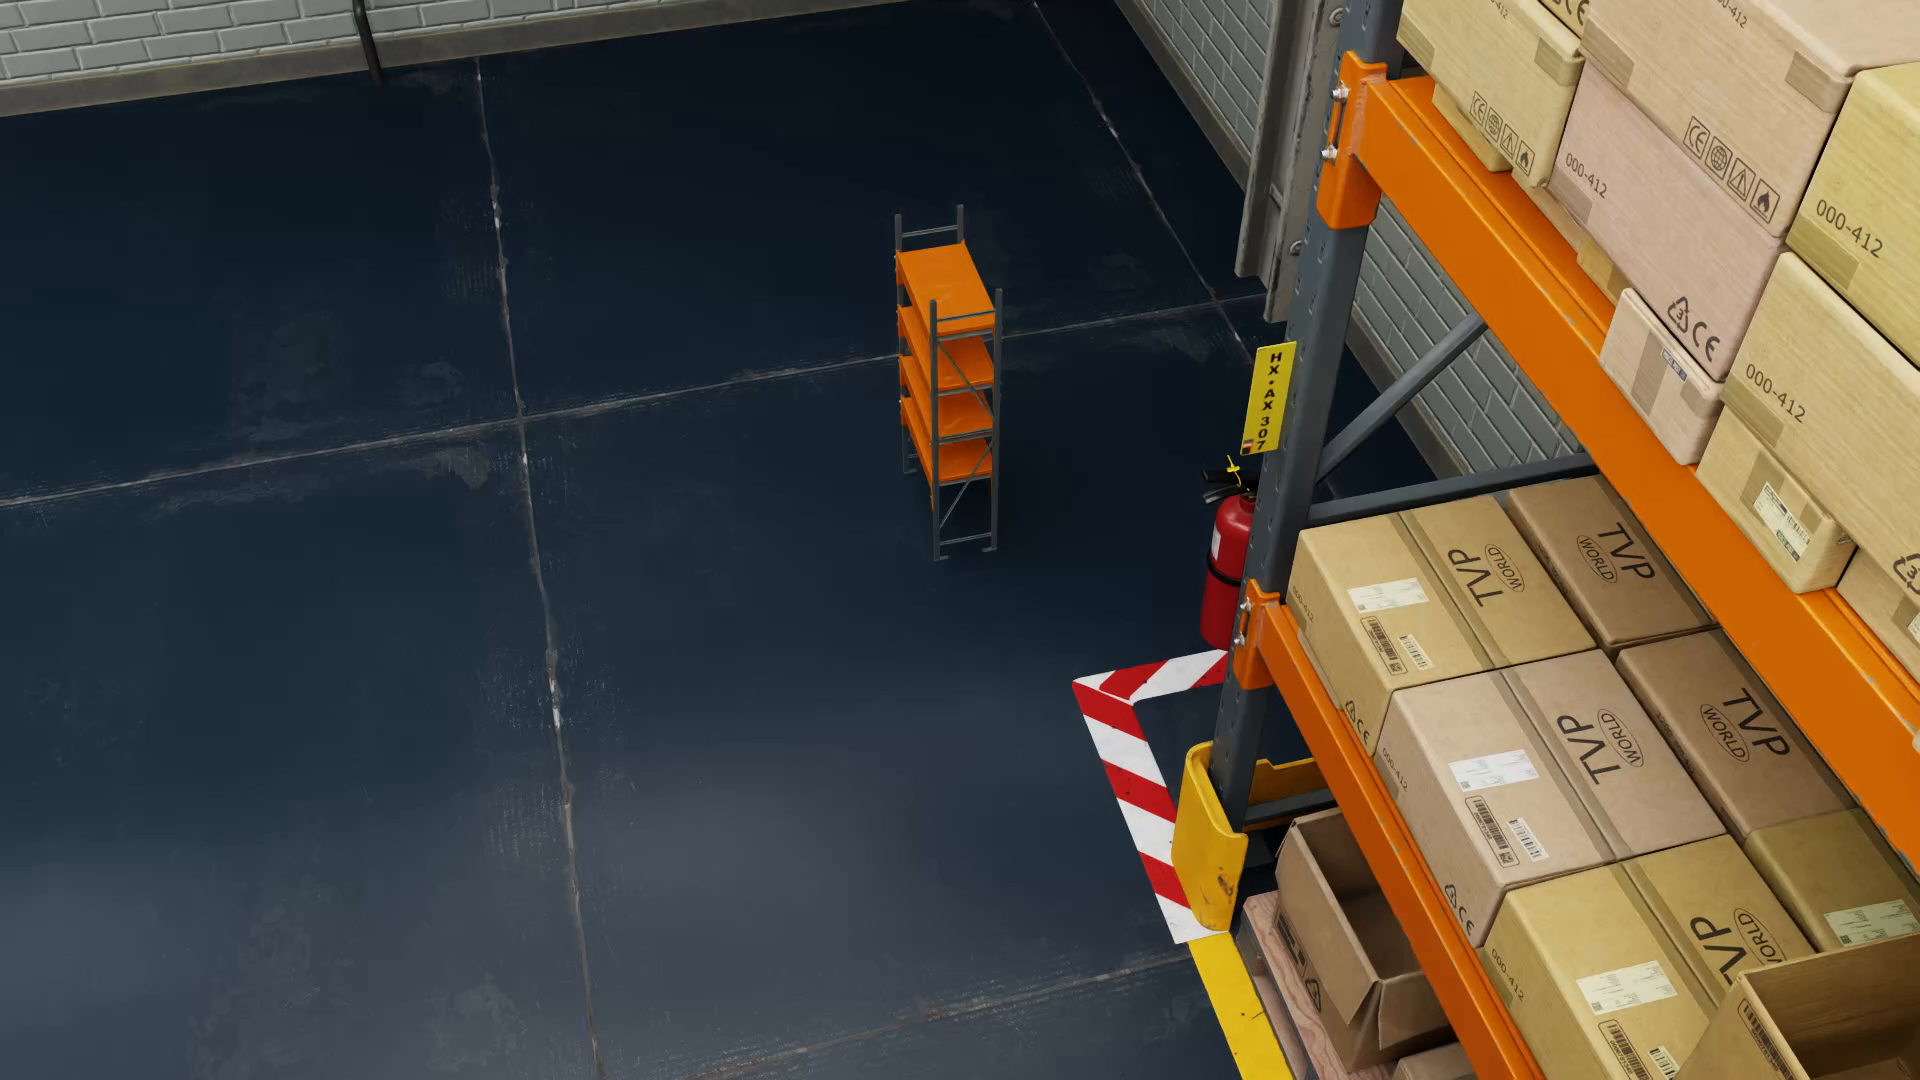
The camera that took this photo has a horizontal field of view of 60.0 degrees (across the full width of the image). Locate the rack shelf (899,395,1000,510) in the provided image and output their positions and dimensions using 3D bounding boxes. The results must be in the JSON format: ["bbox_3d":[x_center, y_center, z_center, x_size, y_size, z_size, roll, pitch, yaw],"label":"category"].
[{"bbox_3d":[-0.042,-0.348,6.123,0.258,0.148,0.480,-11,47,-10],"label":"rack shelf"}]

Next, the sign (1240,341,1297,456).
[{"bbox_3d":[0.718,-0.326,3.863,0.100,0.325,0.005,-11,47,-10],"label":"sign"}]

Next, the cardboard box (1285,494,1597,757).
[{"bbox_3d":[1.098,0.189,3.861,0.500,0.250,0.500,-10,47,-10],"label":"cardboard box"}]

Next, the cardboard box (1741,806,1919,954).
[{"bbox_3d":[1.870,0.795,3.268,0.500,0.250,0.500,-9,46,-9],"label":"cardboard box"}]

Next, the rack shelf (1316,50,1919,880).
[{"bbox_3d":[1.755,0.461,2.102,1.077,0.370,4.000,-11,47,-10],"label":"rack shelf"}]

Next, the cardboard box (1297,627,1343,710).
[{"bbox_3d":[1.061,0.243,4.087,0.380,0.149,0.250,-11,47,-11],"label":"cardboard box"}]

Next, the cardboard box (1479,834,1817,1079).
[{"bbox_3d":[1.361,0.886,3.178,0.500,0.250,0.500,-12,47,-11],"label":"cardboard box"}]

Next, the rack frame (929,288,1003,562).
[{"bbox_3d":[0.020,-0.366,5.768,0.240,1.200,0.015,-11,47,-10],"label":"rack frame"}]

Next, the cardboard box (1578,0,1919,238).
[{"bbox_3d":[1.225,-0.691,2.274,0.500,0.250,0.500,-11,47,-11],"label":"cardboard box"}]

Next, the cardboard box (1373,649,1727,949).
[{"bbox_3d":[1.228,0.537,3.520,0.500,0.250,0.500,-10,46,-10],"label":"cardboard box"}]

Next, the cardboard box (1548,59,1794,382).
[{"bbox_3d":[1.242,-0.520,2.456,0.500,0.250,0.500,-10,46,-10],"label":"cardboard box"}]

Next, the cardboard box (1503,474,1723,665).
[{"bbox_3d":[1.617,0.096,3.953,0.500,0.250,0.500,-9,46,-9],"label":"cardboard box"}]

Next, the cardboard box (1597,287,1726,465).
[{"bbox_3d":[1.205,-0.274,2.494,0.380,0.149,0.250,-10,46,-9],"label":"cardboard box"}]

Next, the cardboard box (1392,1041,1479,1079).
[{"bbox_3d":[1.379,1.469,4.412,0.380,0.149,0.250,-12,47,-12],"label":"cardboard box"}]

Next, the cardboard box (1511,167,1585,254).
[{"bbox_3d":[1.192,-0.645,2.858,0.380,0.149,0.250,-10,46,-10],"label":"cardboard box"}]

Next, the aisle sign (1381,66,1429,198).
[{"bbox_3d":[0.941,-1.025,3.334,0.394,0.787,0.004,-11,47,-10],"label":"aisle sign"}]

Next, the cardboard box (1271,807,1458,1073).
[{"bbox_3d":[1.308,1.045,4.580,0.797,0.503,0.637,-12,47,-12],"label":"cardboard box"}]

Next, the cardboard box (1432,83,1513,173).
[{"bbox_3d":[1.099,-0.821,3.030,0.380,0.149,0.250,-10,46,-9],"label":"cardboard box"}]

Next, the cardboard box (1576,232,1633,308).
[{"bbox_3d":[1.241,-0.465,2.681,0.380,0.149,0.250,-11,47,-10],"label":"cardboard box"}]

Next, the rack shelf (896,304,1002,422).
[{"bbox_3d":[-0.042,-0.644,5.822,0.258,0.148,0.480,-11,47,-10],"label":"rack shelf"}]

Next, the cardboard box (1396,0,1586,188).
[{"bbox_3d":[1.092,-0.867,2.796,0.500,0.250,0.500,-11,47,-11],"label":"cardboard box"}]

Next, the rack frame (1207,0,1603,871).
[{"bbox_3d":[1.243,-0.122,4.269,1.000,3.000,0.127,-11,47,-10],"label":"rack frame"}]

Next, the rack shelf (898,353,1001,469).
[{"bbox_3d":[-0.042,-0.487,5.982,0.258,0.148,0.480,-11,47,-10],"label":"rack shelf"}]

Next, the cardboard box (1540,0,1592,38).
[{"bbox_3d":[1.113,-1.046,2.621,0.500,0.250,0.500,-11,47,-11],"label":"cardboard box"}]

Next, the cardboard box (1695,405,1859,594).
[{"bbox_3d":[1.279,-0.094,2.318,0.380,0.149,0.250,-11,47,-10],"label":"cardboard box"}]

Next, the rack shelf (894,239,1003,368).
[{"bbox_3d":[-0.042,-0.809,5.653,0.258,0.148,0.480,-11,47,-10],"label":"rack shelf"}]

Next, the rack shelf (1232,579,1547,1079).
[{"bbox_3d":[1.755,1.511,3.173,1.077,0.370,4.000,-11,47,-10],"label":"rack shelf"}]

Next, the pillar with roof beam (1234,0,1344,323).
[{"bbox_3d":[-2.738,-3.461,3.341,9.100,9.000,0.400,-11,47,-10],"label":"pillar with roof beam"}]

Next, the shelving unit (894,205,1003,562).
[{"bbox_3d":[-0.042,-0.534,5.933,0.258,1.200,0.503,-11,47,-10],"label":"shelving unit"}]

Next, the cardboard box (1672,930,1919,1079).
[{"bbox_3d":[1.483,0.962,2.579,0.500,0.500,0.500,-10,46,-9],"label":"cardboard box"}]

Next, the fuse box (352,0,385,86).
[{"bbox_3d":[-2.953,-2.933,7.926,0.539,1.711,0.414,-11,47,-10],"label":"fuse box"}]

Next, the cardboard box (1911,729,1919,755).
[{"bbox_3d":[1.398,0.255,1.976,0.380,0.149,0.250,-11,47,-10],"label":"cardboard box"}]

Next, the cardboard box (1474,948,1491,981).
[{"bbox_3d":[1.278,0.771,3.570,0.380,0.149,0.250,-9,46,-9],"label":"cardboard box"}]

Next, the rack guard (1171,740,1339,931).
[{"bbox_3d":[1.262,0.806,5.111,1.175,0.500,0.348,-11,47,-10],"label":"rack guard"}]

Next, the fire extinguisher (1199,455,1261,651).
[{"bbox_3d":[0.758,0.019,4.447,0.296,0.674,0.183,-11,47,-10],"label":"fire extinguisher"}]

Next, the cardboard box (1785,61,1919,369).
[{"bbox_3d":[1.367,-0.347,1.936,0.500,0.250,0.500,-11,47,-11],"label":"cardboard box"}]

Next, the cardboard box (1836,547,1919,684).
[{"bbox_3d":[1.402,0.065,2.162,0.380,0.149,0.250,-11,47,-11],"label":"cardboard box"}]

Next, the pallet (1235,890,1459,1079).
[{"bbox_3d":[1.467,1.457,4.675,1.003,0.211,1.213,-11,47,-10],"label":"pallet"}]

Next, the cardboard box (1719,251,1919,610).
[{"bbox_3d":[1.361,-0.164,2.107,0.500,0.250,0.500,-12,47,-12],"label":"cardboard box"}]

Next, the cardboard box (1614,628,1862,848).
[{"bbox_3d":[1.748,0.452,3.604,0.500,0.250,0.500,-11,47,-10],"label":"cardboard box"}]

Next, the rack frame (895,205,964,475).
[{"bbox_3d":[-0.105,-0.703,6.099,0.240,1.200,0.015,-11,47,-10],"label":"rack frame"}]
